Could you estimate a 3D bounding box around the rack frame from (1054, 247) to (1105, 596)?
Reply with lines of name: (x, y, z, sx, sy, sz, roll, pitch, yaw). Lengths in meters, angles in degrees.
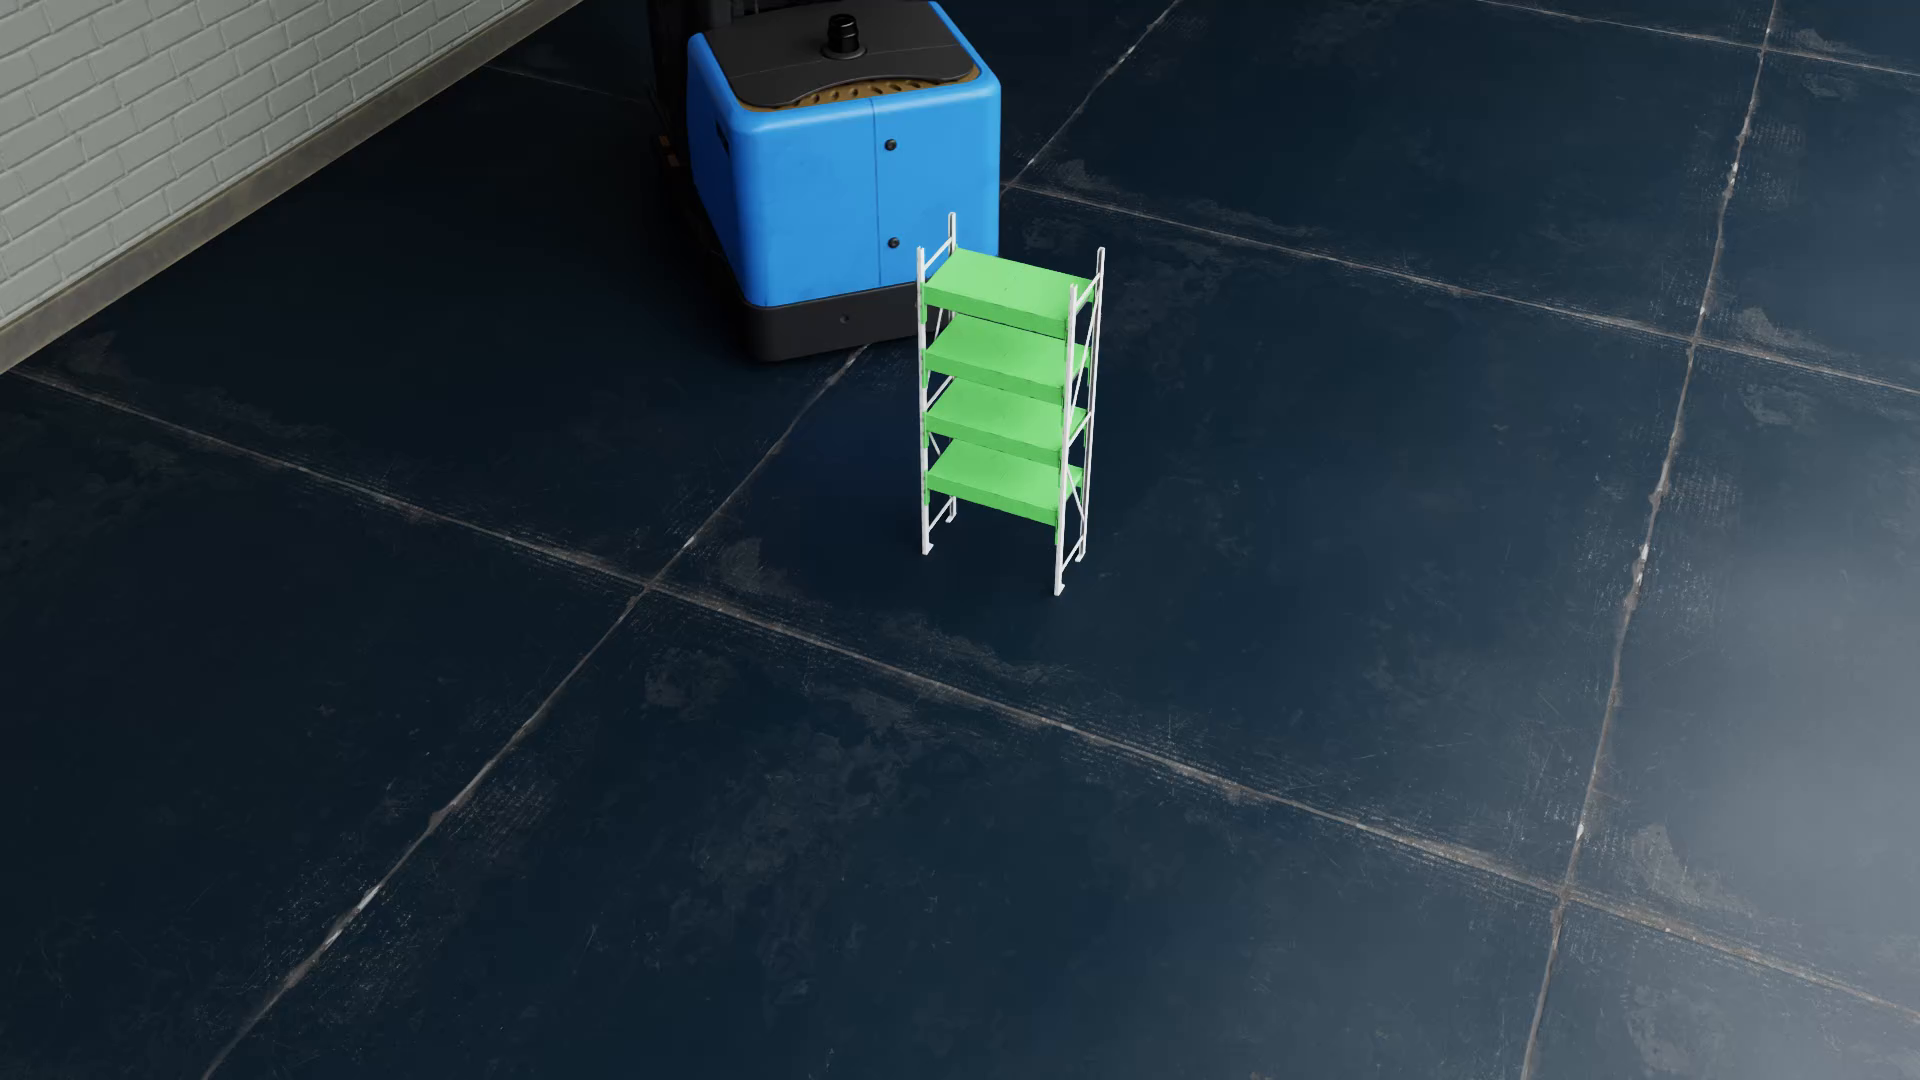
rack frame: (0.371, -0.340, 5.226, 0.015, 1.200, 0.240, 17, 44, 19)

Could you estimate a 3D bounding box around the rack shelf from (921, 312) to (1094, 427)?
rack shelf: (0.150, -0.541, 5.189, 0.480, 0.148, 0.258, 17, 44, 19)

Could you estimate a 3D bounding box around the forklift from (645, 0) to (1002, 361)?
forklift: (-0.787, -2.774, 6.713, 1.130, 2.935, 3.031, -12, 42, -14)

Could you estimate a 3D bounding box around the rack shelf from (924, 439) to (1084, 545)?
rack shelf: (0.150, -0.178, 5.503, 0.480, 0.148, 0.258, 17, 44, 19)

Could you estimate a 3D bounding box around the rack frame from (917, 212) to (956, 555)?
rack frame: (-0.071, -0.475, 5.382, 0.015, 1.200, 0.240, 17, 44, 19)

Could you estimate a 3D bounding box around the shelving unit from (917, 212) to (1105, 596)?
shelving unit: (0.150, -0.408, 5.304, 0.503, 1.200, 0.258, 17, 44, 19)

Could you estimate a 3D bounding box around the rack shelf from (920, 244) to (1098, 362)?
rack shelf: (0.150, -0.722, 5.032, 0.480, 0.148, 0.258, 17, 44, 19)

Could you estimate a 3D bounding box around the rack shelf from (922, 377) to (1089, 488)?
rack shelf: (0.150, -0.359, 5.346, 0.480, 0.148, 0.258, 17, 44, 19)
